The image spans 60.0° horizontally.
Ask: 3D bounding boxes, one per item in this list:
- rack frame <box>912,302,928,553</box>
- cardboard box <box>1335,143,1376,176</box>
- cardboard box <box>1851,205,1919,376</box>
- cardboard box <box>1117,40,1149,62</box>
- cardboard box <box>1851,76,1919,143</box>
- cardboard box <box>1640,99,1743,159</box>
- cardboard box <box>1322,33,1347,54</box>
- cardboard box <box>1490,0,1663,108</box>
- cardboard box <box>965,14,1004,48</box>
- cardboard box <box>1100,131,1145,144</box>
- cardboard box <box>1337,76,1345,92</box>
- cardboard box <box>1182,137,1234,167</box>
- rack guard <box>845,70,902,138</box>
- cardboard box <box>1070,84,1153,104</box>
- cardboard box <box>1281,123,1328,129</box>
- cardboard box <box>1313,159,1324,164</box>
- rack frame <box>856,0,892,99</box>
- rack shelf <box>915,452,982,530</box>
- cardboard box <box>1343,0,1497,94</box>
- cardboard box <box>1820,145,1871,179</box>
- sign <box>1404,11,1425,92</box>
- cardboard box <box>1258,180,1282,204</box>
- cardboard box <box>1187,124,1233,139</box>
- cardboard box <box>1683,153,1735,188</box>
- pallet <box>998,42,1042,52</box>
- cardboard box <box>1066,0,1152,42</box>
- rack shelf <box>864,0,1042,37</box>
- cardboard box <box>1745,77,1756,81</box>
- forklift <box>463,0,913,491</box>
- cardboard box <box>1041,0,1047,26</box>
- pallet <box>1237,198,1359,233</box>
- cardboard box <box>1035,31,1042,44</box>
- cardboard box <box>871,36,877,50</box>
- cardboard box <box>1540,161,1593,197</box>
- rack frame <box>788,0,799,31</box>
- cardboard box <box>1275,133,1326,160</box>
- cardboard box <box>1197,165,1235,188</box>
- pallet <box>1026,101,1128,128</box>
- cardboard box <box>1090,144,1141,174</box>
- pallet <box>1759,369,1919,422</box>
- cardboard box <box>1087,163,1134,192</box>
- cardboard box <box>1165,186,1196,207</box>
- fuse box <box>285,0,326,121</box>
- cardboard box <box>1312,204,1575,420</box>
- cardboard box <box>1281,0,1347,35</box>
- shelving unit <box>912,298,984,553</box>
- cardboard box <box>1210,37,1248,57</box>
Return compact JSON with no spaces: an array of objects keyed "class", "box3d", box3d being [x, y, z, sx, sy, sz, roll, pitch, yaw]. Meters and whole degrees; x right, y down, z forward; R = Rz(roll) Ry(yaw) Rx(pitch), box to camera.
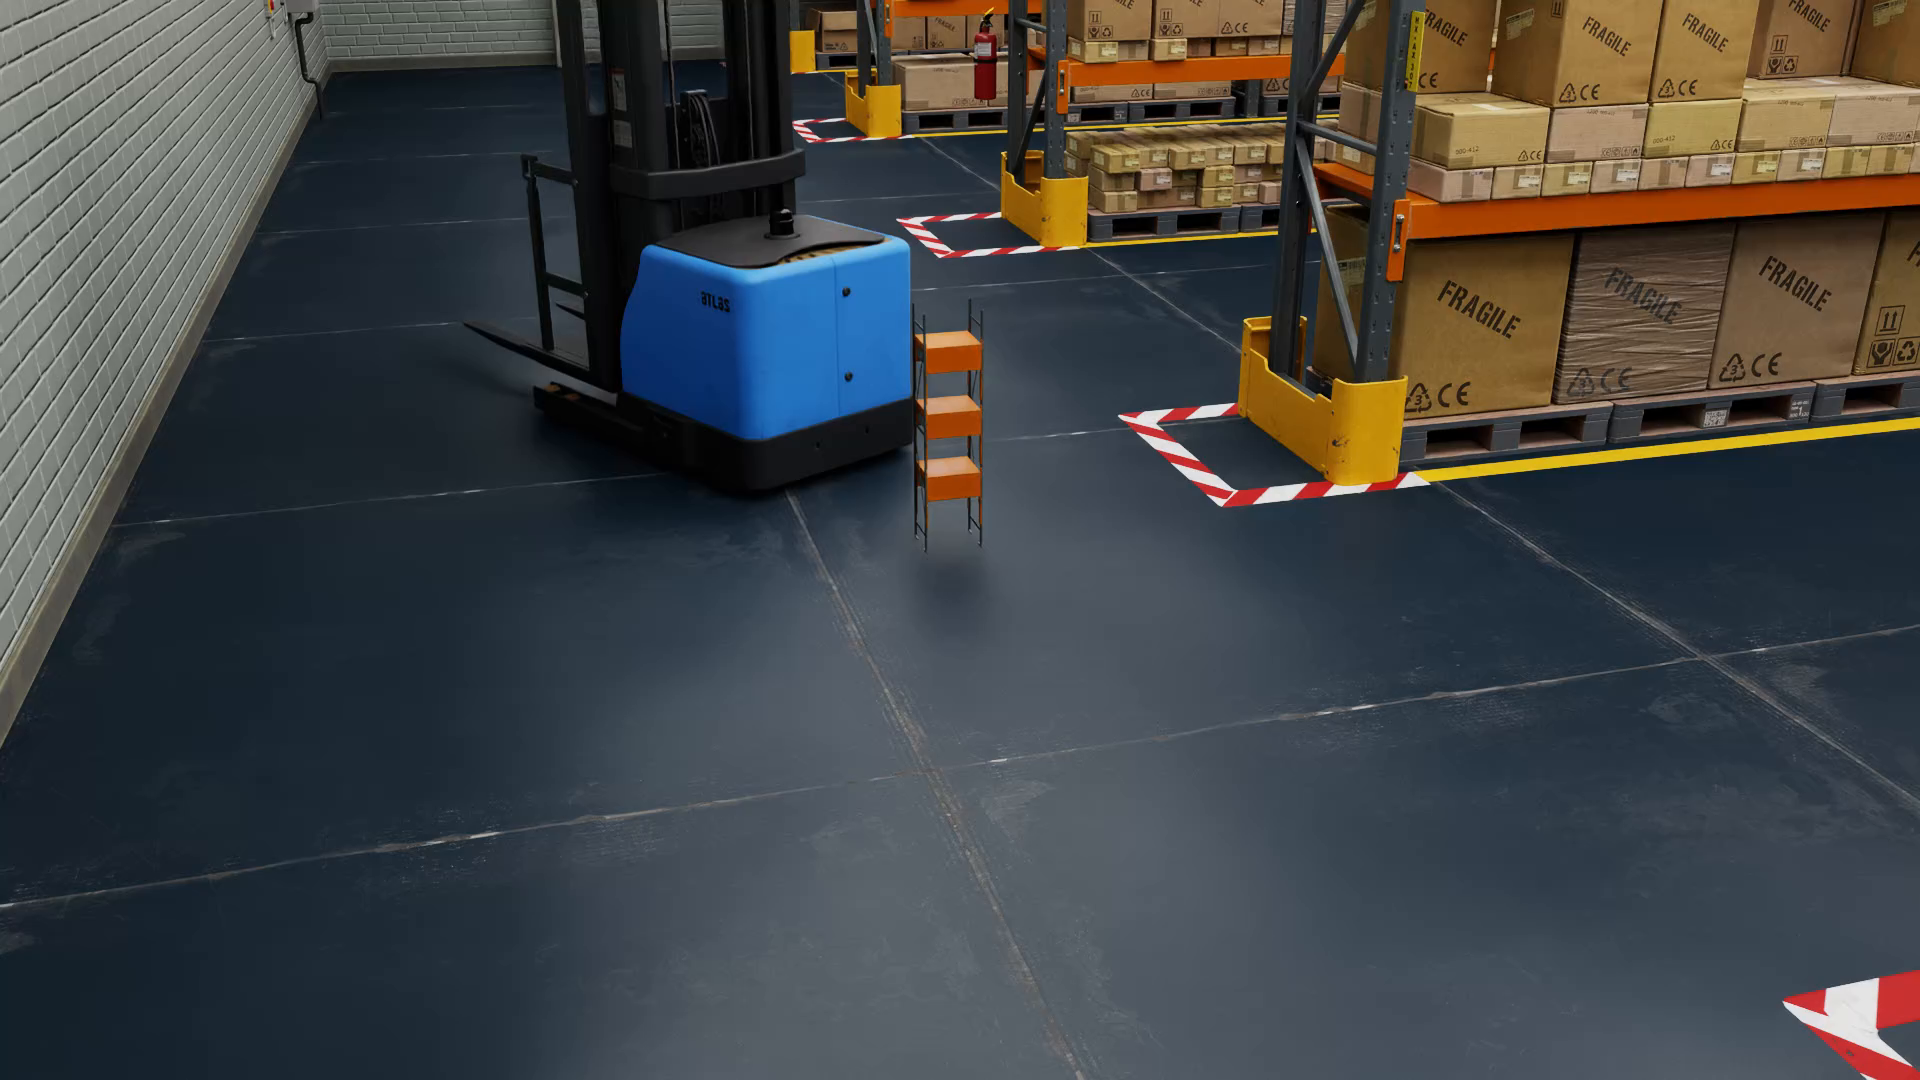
[{"class":"rack frame","box3d":[-0.169,-0.464,6.999,0.008,1.050,0.200,-6,24,-14]},{"class":"cardboard box","box3d":[2.058,-1.917,8.232,0.250,0.149,0.380,-6,24,-13]},{"class":"cardboard box","box3d":[4.998,-1.472,9.039,0.875,0.875,0.875,-6,24,-14]},{"class":"cardboard box","box3d":[1.196,-3.601,12.156,0.250,0.149,0.380,-5,24,-12]},{"class":"cardboard box","box3d":[4.803,-2.160,8.294,0.500,0.250,0.500,-6,24,-13]},{"class":"cardboard box","box3d":[3.322,-1.996,7.910,0.500,0.250,0.500,-7,24,-16]},{"class":"cardboard box","box3d":[2.715,-3.761,12.529,0.250,0.149,0.380,-6,24,-13]},{"class":"cardboard box","box3d":[2.820,-2.284,7.630,0.500,0.500,0.500,-7,24,-16]},{"class":"cardboard box","box3d":[0.230,-6.776,21.876,0.500,0.500,0.700,-7,24,-16]},{"class":"cardboard box","box3d":[1.260,-3.077,12.945,0.250,0.149,0.380,-6,24,-13]},{"class":"cardboard box","box3d":[4.421,-5.470,18.356,0.875,0.875,0.875,-6,24,-13]},{"class":"cardboard box","box3d":[1.884,-2.957,12.667,0.250,0.149,0.380,-8,24,-17]},{"class":"rack guard","box3d":[-0.896,-4.480,17.058,0.348,0.500,1.175,-6,24,-14]},{"class":"cardboard box","box3d":[1.483,-4.952,17.703,0.875,0.438,0.875,-7,24,-16]},{"class":"cardboard box","box3d":[2.761,-3.242,13.330,0.250,0.149,0.380,-7,24,-17]},{"class":"cardboard box","box3d":[2.645,-2.929,12.977,0.250,0.149,0.380,-5,24,-12]},{"class":"rack frame","box3d":[-0.873,-5.632,16.571,0.127,3.000,1.000,-6,24,-14]},{"class":"rack shelf","box3d":[-0.052,-0.212,7.143,0.240,0.259,0.215,-6,24,-14]},{"class":"cardboard box","box3d":[2.202,-2.433,7.979,0.500,0.500,0.500,-6,24,-14]},{"class":"cardboard box","box3d":[4.213,-1.886,8.160,0.250,0.149,0.380,-7,24,-15]},{"class":"sign","box3d":[1.948,-2.092,7.124,0.005,0.325,0.100,-6,24,-14]},{"class":"cardboard box","box3d":[2.378,-2.711,12.847,0.250,0.149,0.380,-8,24,-17]},{"class":"cardboard box","box3d":[1.985,-3.206,13.246,0.250,0.149,0.380,-5,24,-12]},{"class":"cardboard box","box3d":[3.472,-1.804,7.970,0.250,0.149,0.380,-7,24,-15]},{"class":"pallet","box3d":[0.972,-6.588,22.335,1.213,0.211,1.003,-6,24,-14]},{"class":"cardboard box","box3d":[1.068,-3.889,12.005,0.500,0.500,0.500,-5,24,-12]},{"class":"rack shelf","box3d":[1.052,-5.514,17.209,4.000,0.370,1.077,-6,24,-14]},{"class":"cardboard box","box3d":[3.678,-2.255,8.513,0.500,0.250,0.500,-6,24,-14]},{"class":"forklift","box3d":[-1.598,-2.065,8.346,1.130,2.935,3.031,-21,31,-39]},{"class":"cardboard box","box3d":[0.924,-4.091,12.477,0.500,0.500,0.500,-6,24,-13]},{"class":"pallet","box3d":[2.599,-2.691,13.255,1.213,0.211,1.003,-6,24,-14]},{"class":"cardboard box","box3d":[1.177,-6.654,22.036,0.250,0.149,0.380,-7,24,-16]},{"class":"cardboard box","box3d":[-1.184,-6.458,21.580,0.250,0.149,0.380,-7,24,-16]},{"class":"cardboard box","box3d":[2.728,-1.722,7.777,0.250,0.149,0.380,-7,24,-16]},{"class":"rack frame","box3d":[-2.218,-7.516,20.962,0.127,3.000,1.000,-6,24,-14]},{"class":"cardboard box","box3d":[2.635,-3.057,12.899,0.250,0.149,0.380,-6,24,-14]},{"class":"cardboard box","box3d":[1.902,-2.795,12.665,0.250,0.149,0.380,-6,24,-13]},{"class":"pallet","box3d":[1.048,-4.594,17.688,1.213,0.211,1.003,-6,24,-14]},{"class":"cardboard box","box3d":[1.157,-2.846,12.408,0.250,0.149,0.380,-7,24,-17]},{"class":"pallet","box3d":[4.902,-0.963,9.226,1.213,0.211,1.003,-6,24,-14]},{"class":"cardboard box","box3d":[1.135,-2.741,12.540,0.250,0.149,0.380,-5,24,-12]},{"class":"cardboard box","box3d":[1.619,-2.668,12.748,0.250,0.149,0.380,-6,24,-14]},{"class":"fuse box","box3d":[-6.723,-5.243,17.300,0.414,1.711,0.539,-6,24,-14]},{"class":"cardboard box","box3d":[2.398,-1.184,8.368,0.875,0.875,0.875,-6,24,-14]},{"class":"cardboard box","box3d":[2.541,-4.059,12.403,0.500,0.500,0.500,-7,24,-16]},{"class":"shelving unit","box3d":[-0.052,-0.477,7.030,0.252,1.050,0.215,-6,24,-14]},{"class":"cardboard box","box3d":[1.949,-3.708,12.407,0.250,0.149,0.380,-7,24,-15]}]
